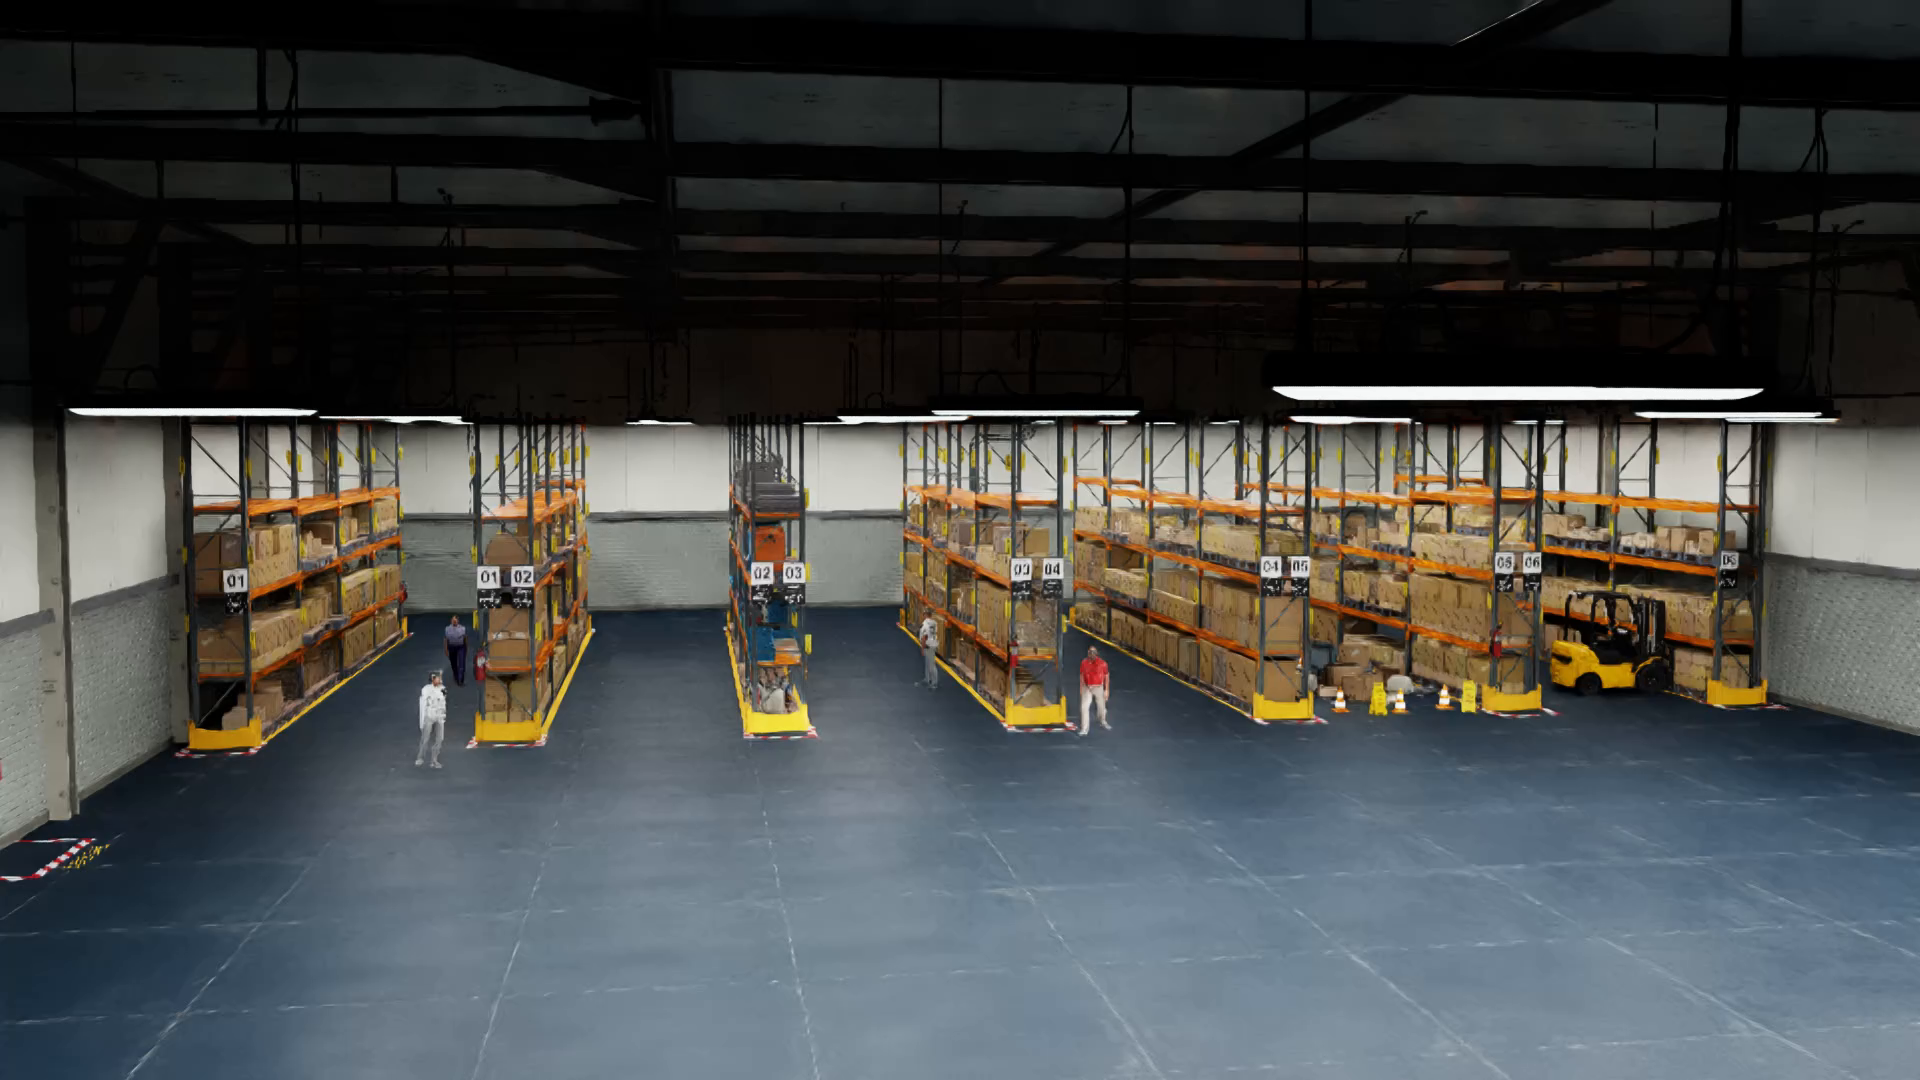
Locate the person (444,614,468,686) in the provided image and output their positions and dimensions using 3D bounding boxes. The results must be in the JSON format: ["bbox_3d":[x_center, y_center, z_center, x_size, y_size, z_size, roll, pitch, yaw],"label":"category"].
[{"bbox_3d":[-11.188,2.418,36.888,0.479,1.567,1.090,0,4,-7],"label":"person"}]

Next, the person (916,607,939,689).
[{"bbox_3d":[-0.721,2.359,36.482,0.594,1.736,0.668,1,4,16],"label":"person"}]

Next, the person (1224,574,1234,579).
[{"bbox_3d":[8.735,1.293,53.632,0.464,1.584,0.511,2,4,29],"label":"person"}]

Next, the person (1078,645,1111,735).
[{"bbox_3d":[2.509,2.776,31.060,0.584,1.665,0.974,1,4,12],"label":"person"}]

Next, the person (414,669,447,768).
[{"bbox_3d":[-8.927,2.996,28.036,0.536,1.652,0.521,4,5,44],"label":"person"}]
